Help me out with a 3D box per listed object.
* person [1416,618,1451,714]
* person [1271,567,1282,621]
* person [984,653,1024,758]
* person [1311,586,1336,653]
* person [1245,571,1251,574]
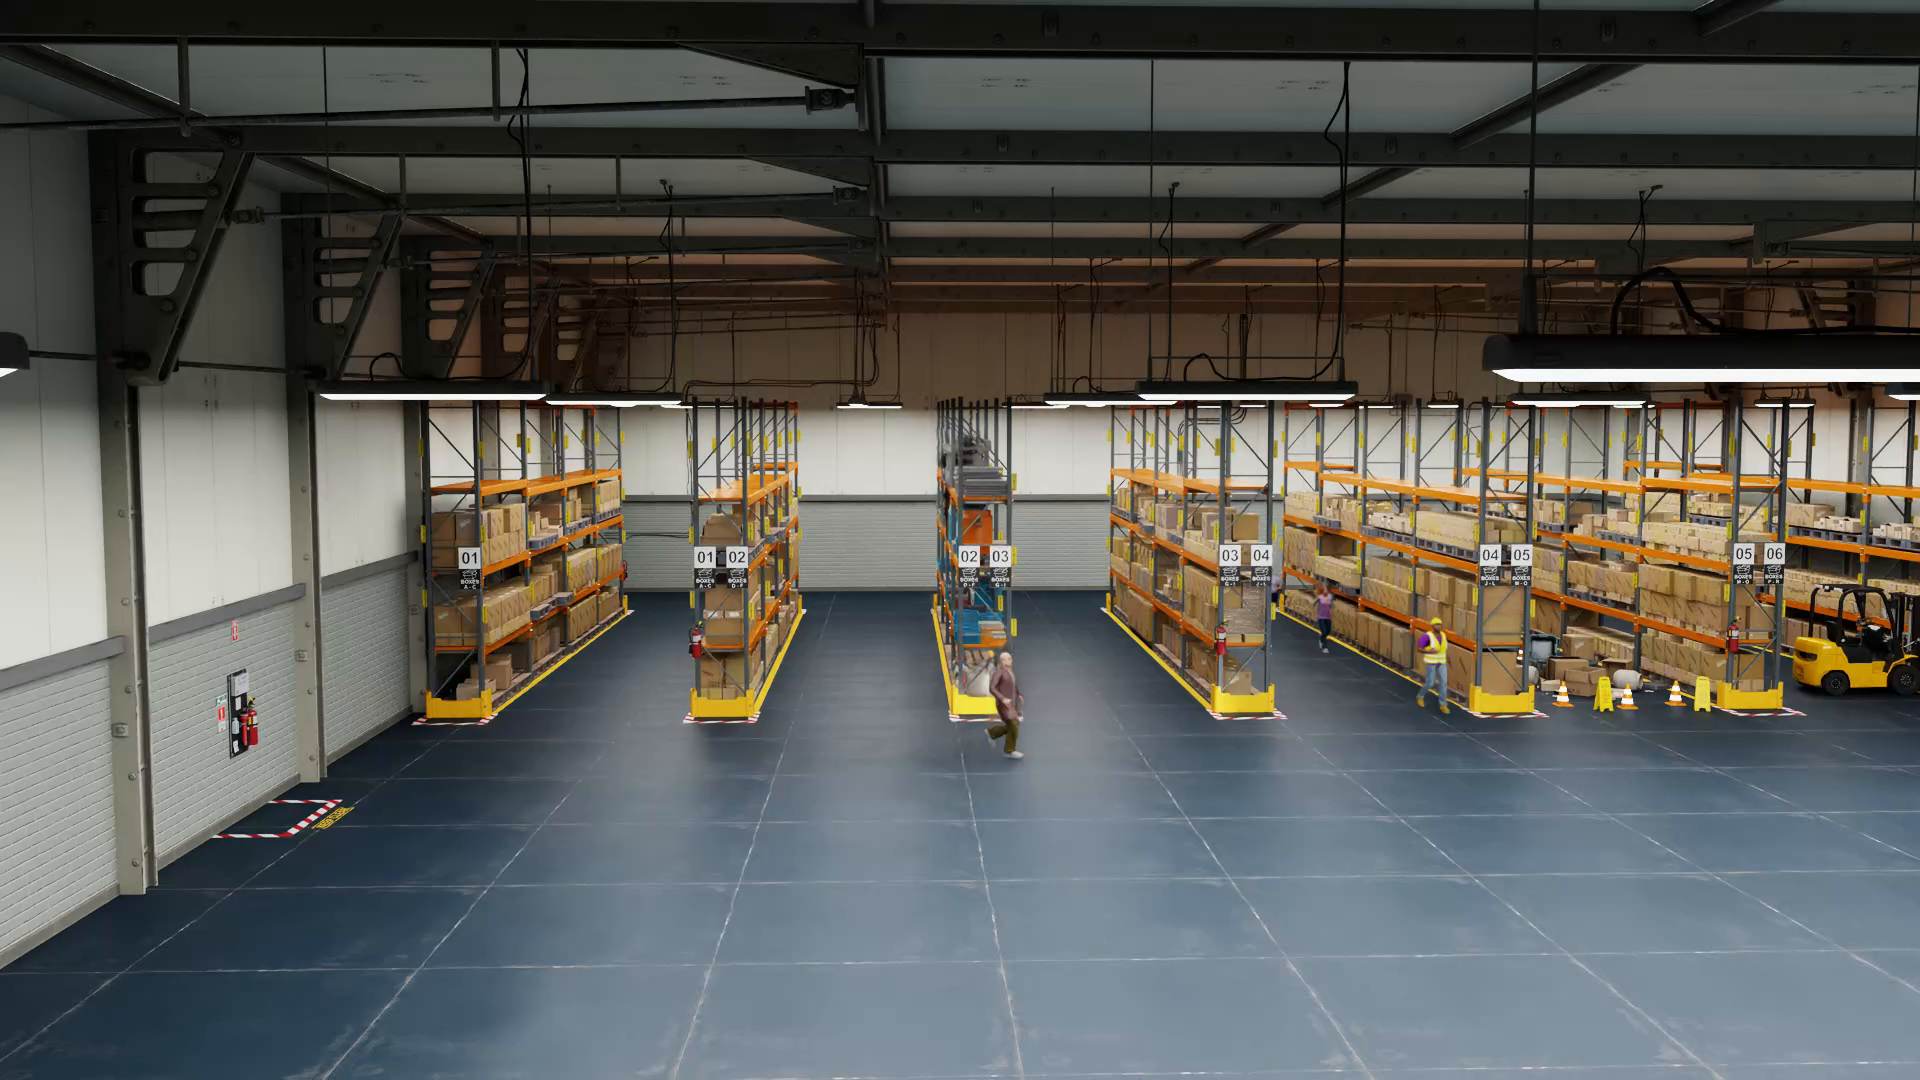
[{"bbox_3d":[9.066,2.377,31.766,0.708,1.789,0.874,-1,5,-14],"label":"person"},{"bbox_3d":[8.137,1.534,43.593,0.598,1.689,0.878,0,4,-1],"label":"person"},{"bbox_3d":[0.714,2.724,27.547,0.775,1.733,0.752,2,5,28],"label":"person"},{"bbox_3d":[8.671,1.872,39.613,0.558,1.584,0.723,-1,4,-7],"label":"person"},{"bbox_3d":[7.996,1.258,46.361,0.689,1.790,0.902,0,4,0],"label":"person"}]
